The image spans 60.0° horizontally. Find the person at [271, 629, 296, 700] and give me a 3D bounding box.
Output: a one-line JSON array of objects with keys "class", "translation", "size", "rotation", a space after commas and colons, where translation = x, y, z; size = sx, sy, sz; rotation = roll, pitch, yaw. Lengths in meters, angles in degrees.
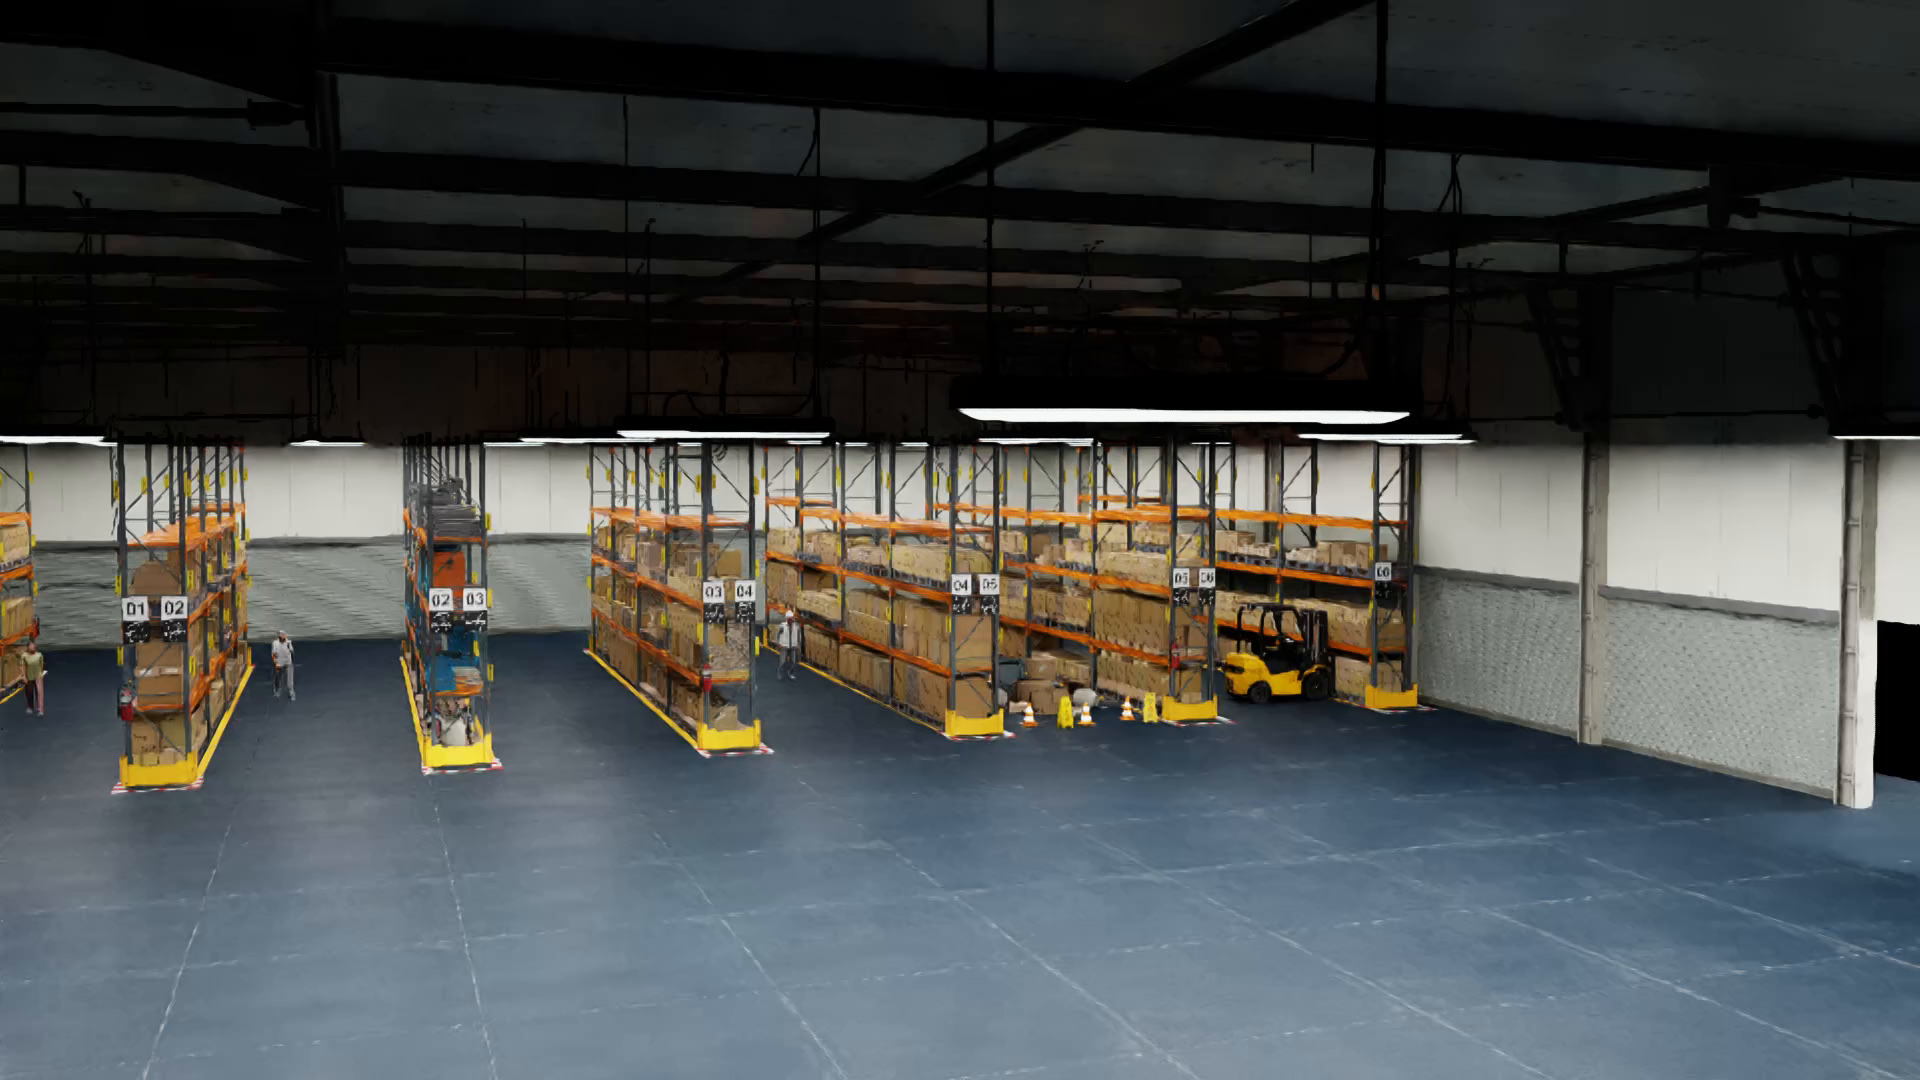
[{"class": "person", "translation": [-15.392, 2.817, 37.772], "size": [0.478, 1.598, 1.000], "rotation": [-2, 4, -28]}]

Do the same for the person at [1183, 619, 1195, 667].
[{"class": "person", "translation": [5.320, 2.673, 38.995], "size": [0.504, 1.759, 0.588], "rotation": [1, 3, 11]}]

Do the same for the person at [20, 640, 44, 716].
[{"class": "person", "translation": [-19.819, 2.937, 35.523], "size": [0.446, 1.603, 1.018], "rotation": [-2, 4, -28]}]

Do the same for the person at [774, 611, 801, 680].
[{"class": "person", "translation": [-4.229, 2.598, 40.968], "size": [0.676, 1.725, 0.574], "rotation": [-1, 3, -22]}]

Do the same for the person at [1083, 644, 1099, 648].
[{"class": "person", "translation": [3.784, 2.284, 47.545], "size": [0.512, 1.583, 0.515], "rotation": [0, 3, -1]}]
